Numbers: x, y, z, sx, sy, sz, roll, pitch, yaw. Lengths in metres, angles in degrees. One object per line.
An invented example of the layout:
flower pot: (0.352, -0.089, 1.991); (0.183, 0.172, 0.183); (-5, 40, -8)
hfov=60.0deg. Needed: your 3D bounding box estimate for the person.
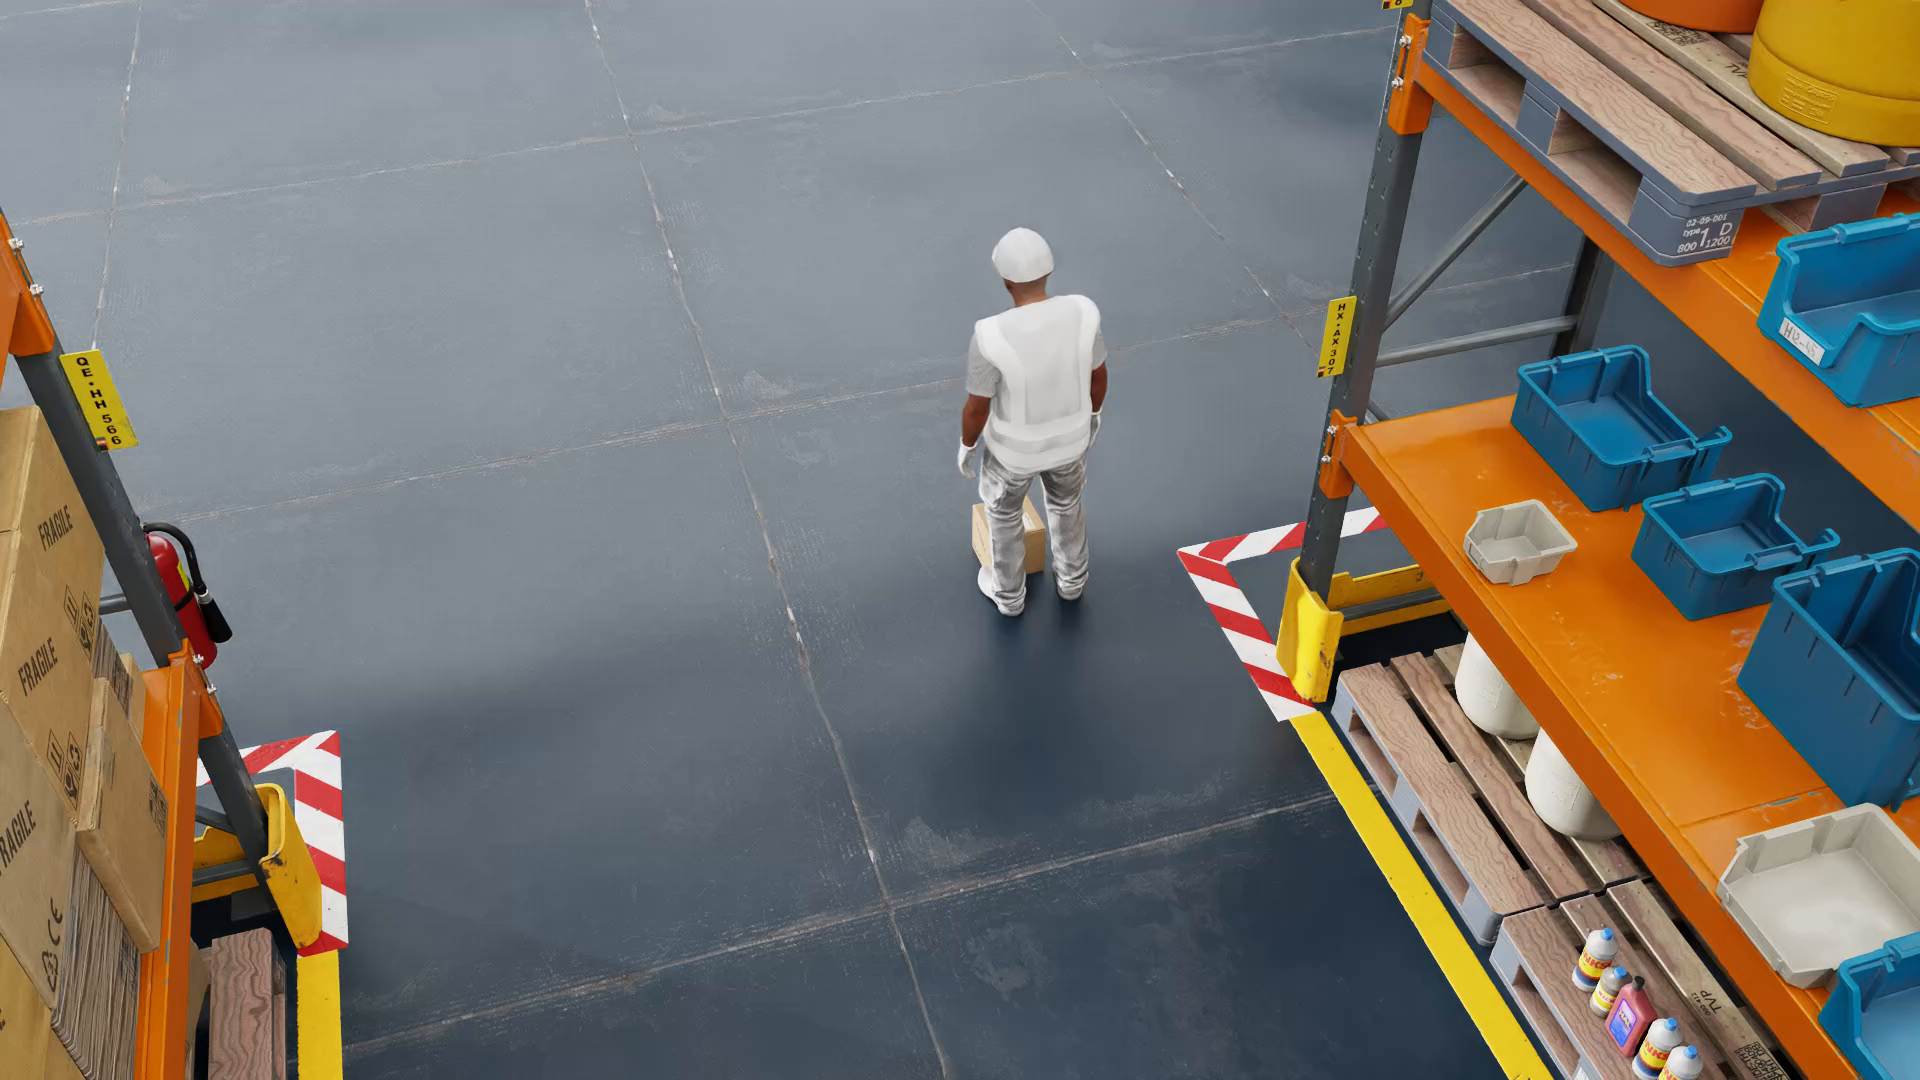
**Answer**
person: (0.284, -0.430, 6.632); (0.625, 1.773, 0.452); (-14, 44, -16)
